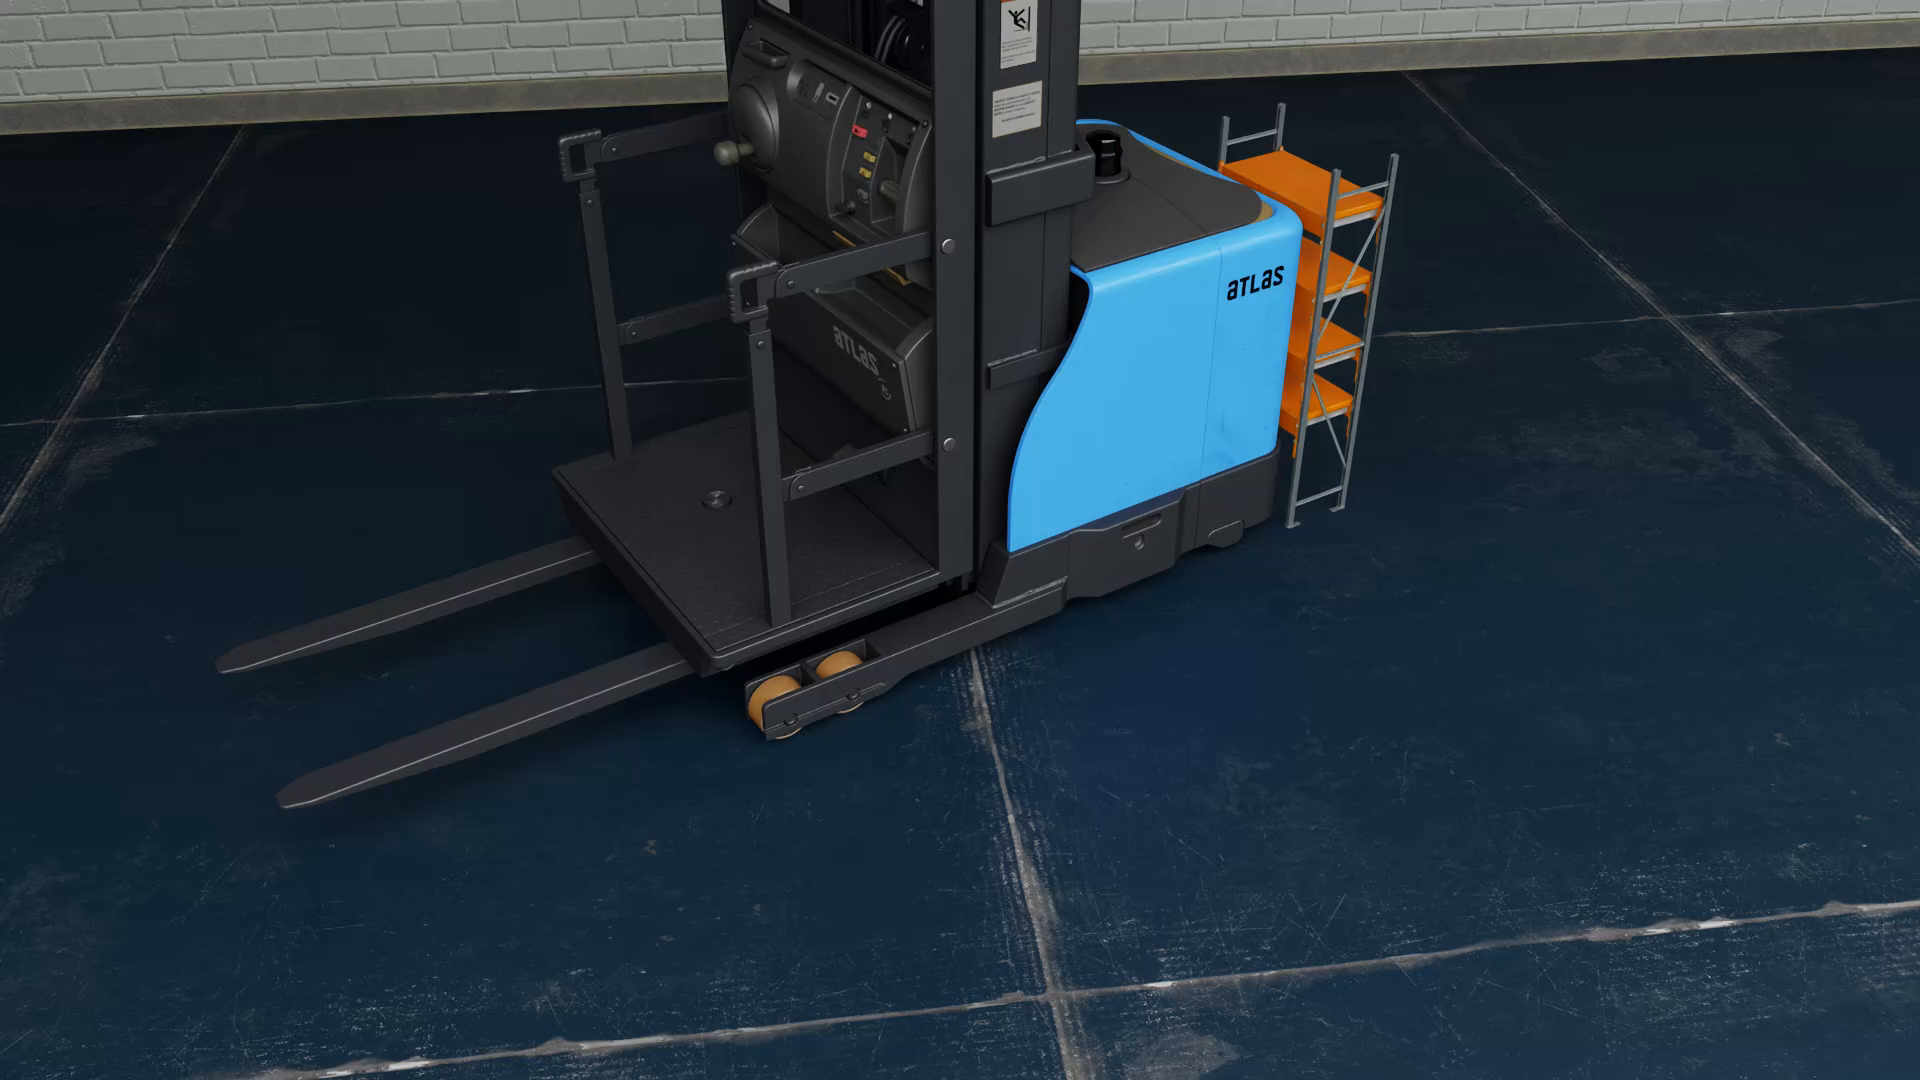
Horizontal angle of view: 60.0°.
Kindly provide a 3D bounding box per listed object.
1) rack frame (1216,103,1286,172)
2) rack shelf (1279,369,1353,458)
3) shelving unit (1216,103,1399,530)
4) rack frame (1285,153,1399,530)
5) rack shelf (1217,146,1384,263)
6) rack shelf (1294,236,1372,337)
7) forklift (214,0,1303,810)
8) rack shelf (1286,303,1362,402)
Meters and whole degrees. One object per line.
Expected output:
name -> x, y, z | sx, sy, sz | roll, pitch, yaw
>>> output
rack frame -> 0.888, -0.802, 5.361 | 0.240, 1.200, 0.015 | -19, 39, -26
rack shelf -> 1.015, -0.465, 5.339 | 0.258, 0.148, 0.480 | -19, 39, -26
shelving unit -> 1.015, -0.685, 5.189 | 0.258, 1.200, 0.503 | -19, 39, -26
rack frame -> 1.143, -0.567, 5.017 | 0.240, 1.200, 0.015 | -19, 39, -26
rack shelf -> 1.015, -1.009, 4.968 | 0.258, 0.148, 0.480 | -19, 39, -26
rack shelf -> 1.015, -0.814, 5.101 | 0.258, 0.148, 0.480 | -19, 39, -26
forklift -> -0.520, -1.018, 4.142 | 3.031, 2.935, 1.130 | -20, 39, -27
rack shelf -> 1.015, -0.629, 5.227 | 0.258, 0.148, 0.480 | -19, 39, -26
